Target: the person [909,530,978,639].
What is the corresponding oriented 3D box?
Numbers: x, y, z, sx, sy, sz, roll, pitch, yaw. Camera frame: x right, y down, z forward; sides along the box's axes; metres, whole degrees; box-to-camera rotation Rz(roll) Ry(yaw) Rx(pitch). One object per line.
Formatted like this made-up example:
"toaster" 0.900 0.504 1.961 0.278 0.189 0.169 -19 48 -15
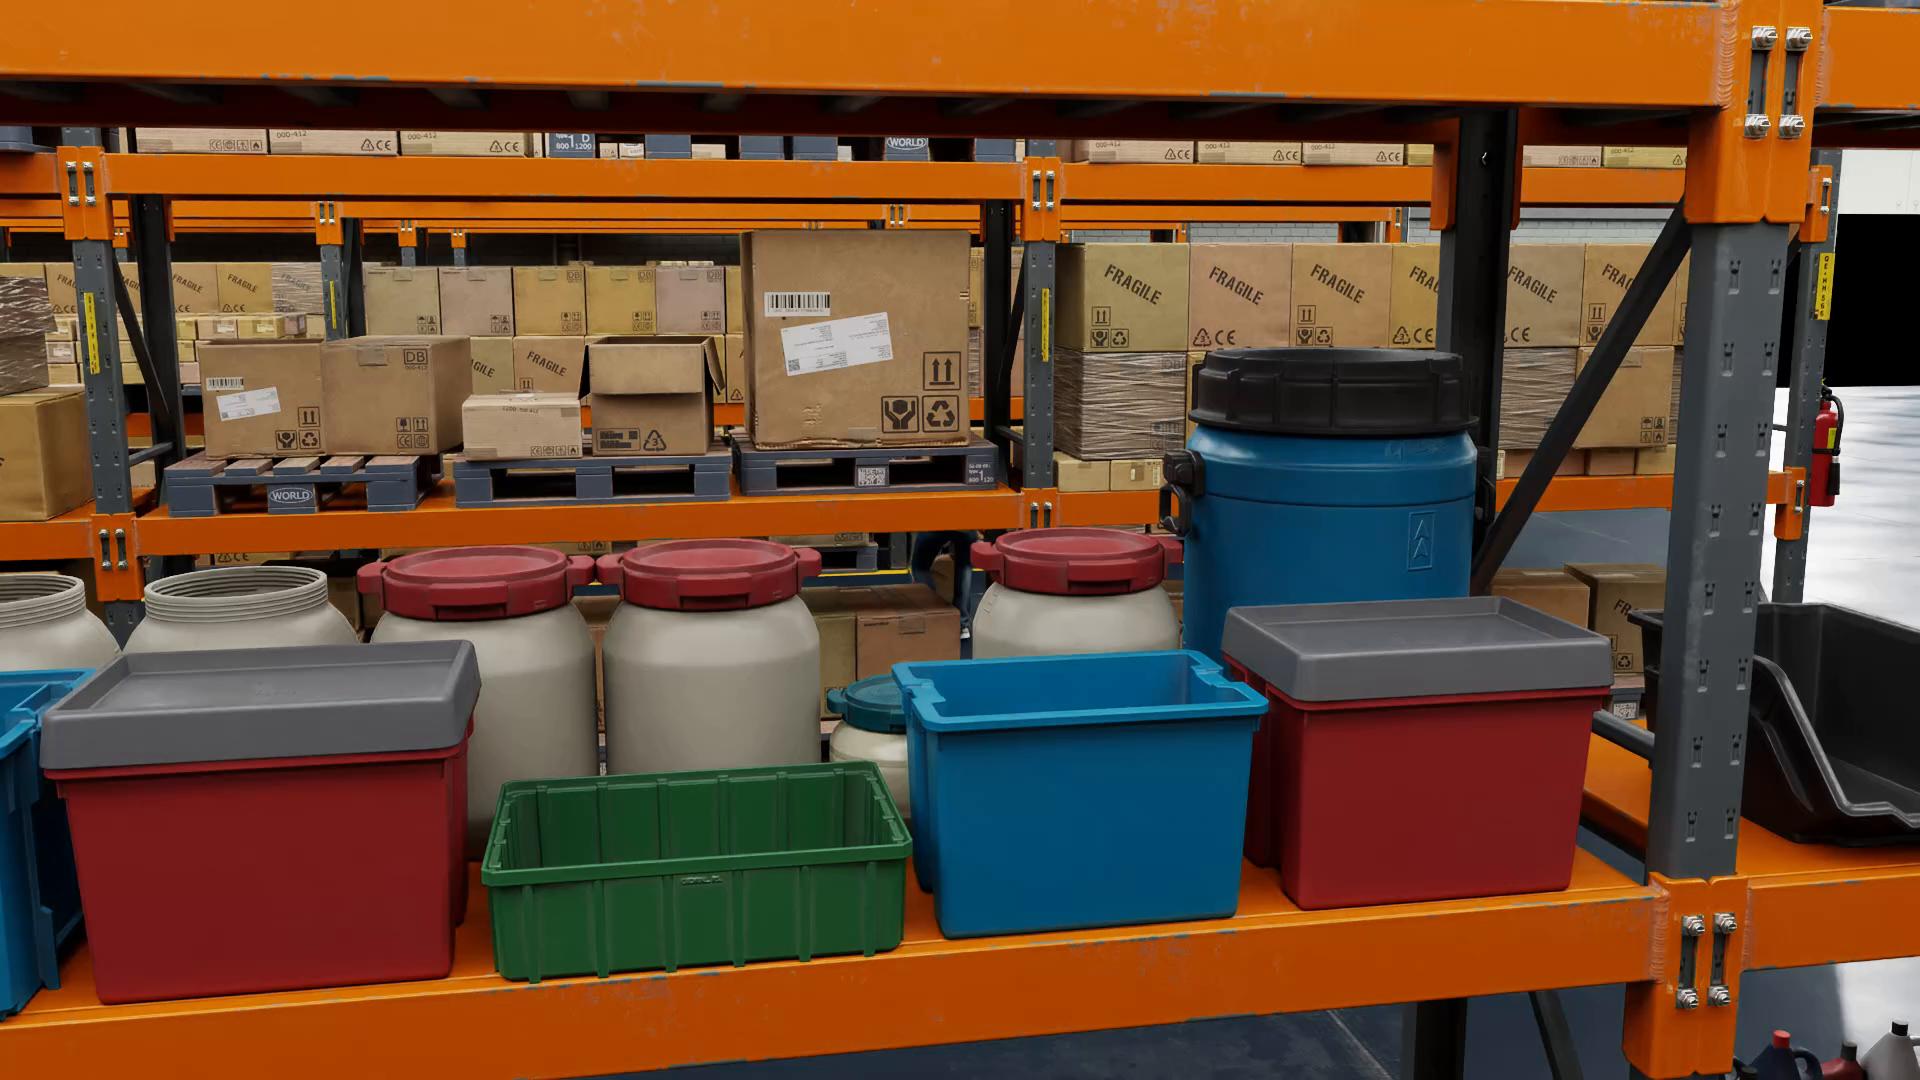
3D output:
"person" -0.131 0.118 10.580 0.402 0.970 0.869 -2 10 -13
